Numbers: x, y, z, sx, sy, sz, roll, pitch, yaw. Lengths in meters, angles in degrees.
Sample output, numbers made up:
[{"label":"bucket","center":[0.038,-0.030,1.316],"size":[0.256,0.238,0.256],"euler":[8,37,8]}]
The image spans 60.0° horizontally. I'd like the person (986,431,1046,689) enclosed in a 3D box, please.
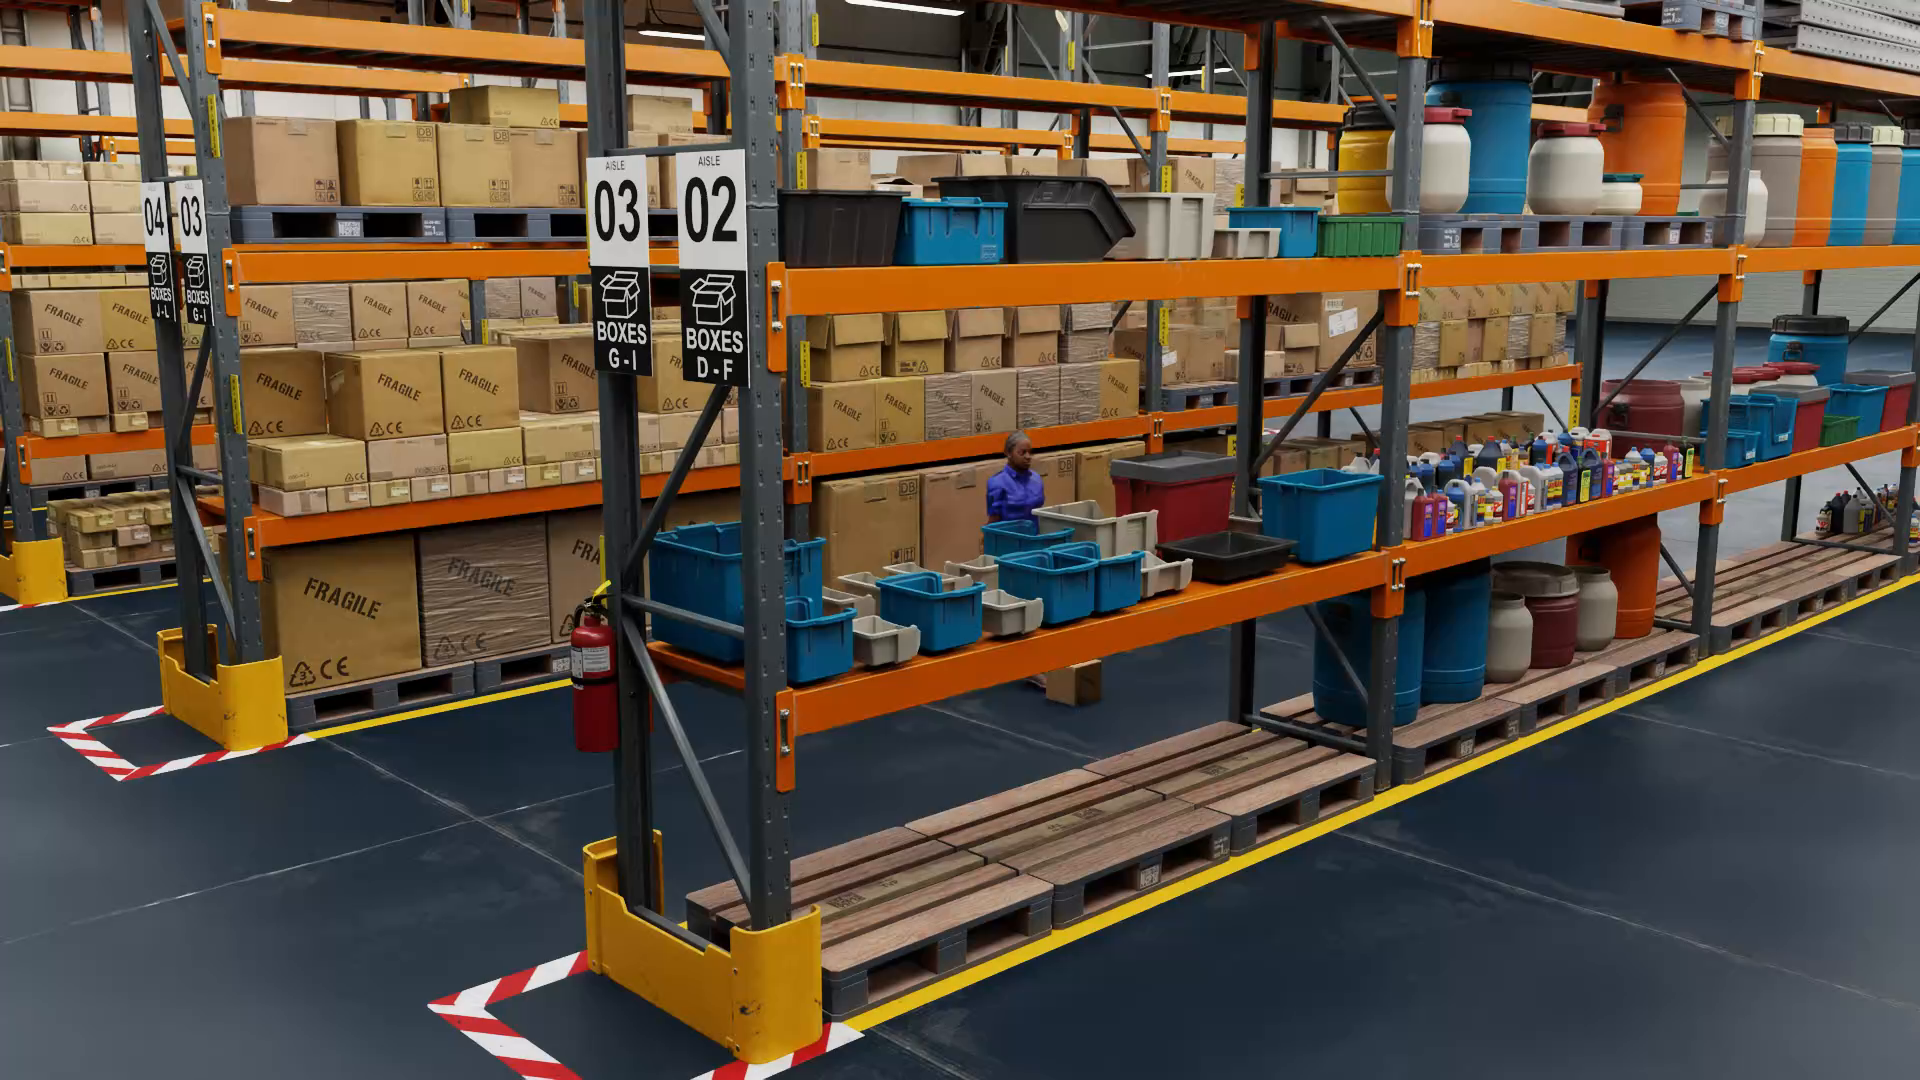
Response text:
[{"label":"person","center":[0.370,0.126,10.752],"size":[0.449,1.669,0.615],"euler":[-6,12,-31]}]
